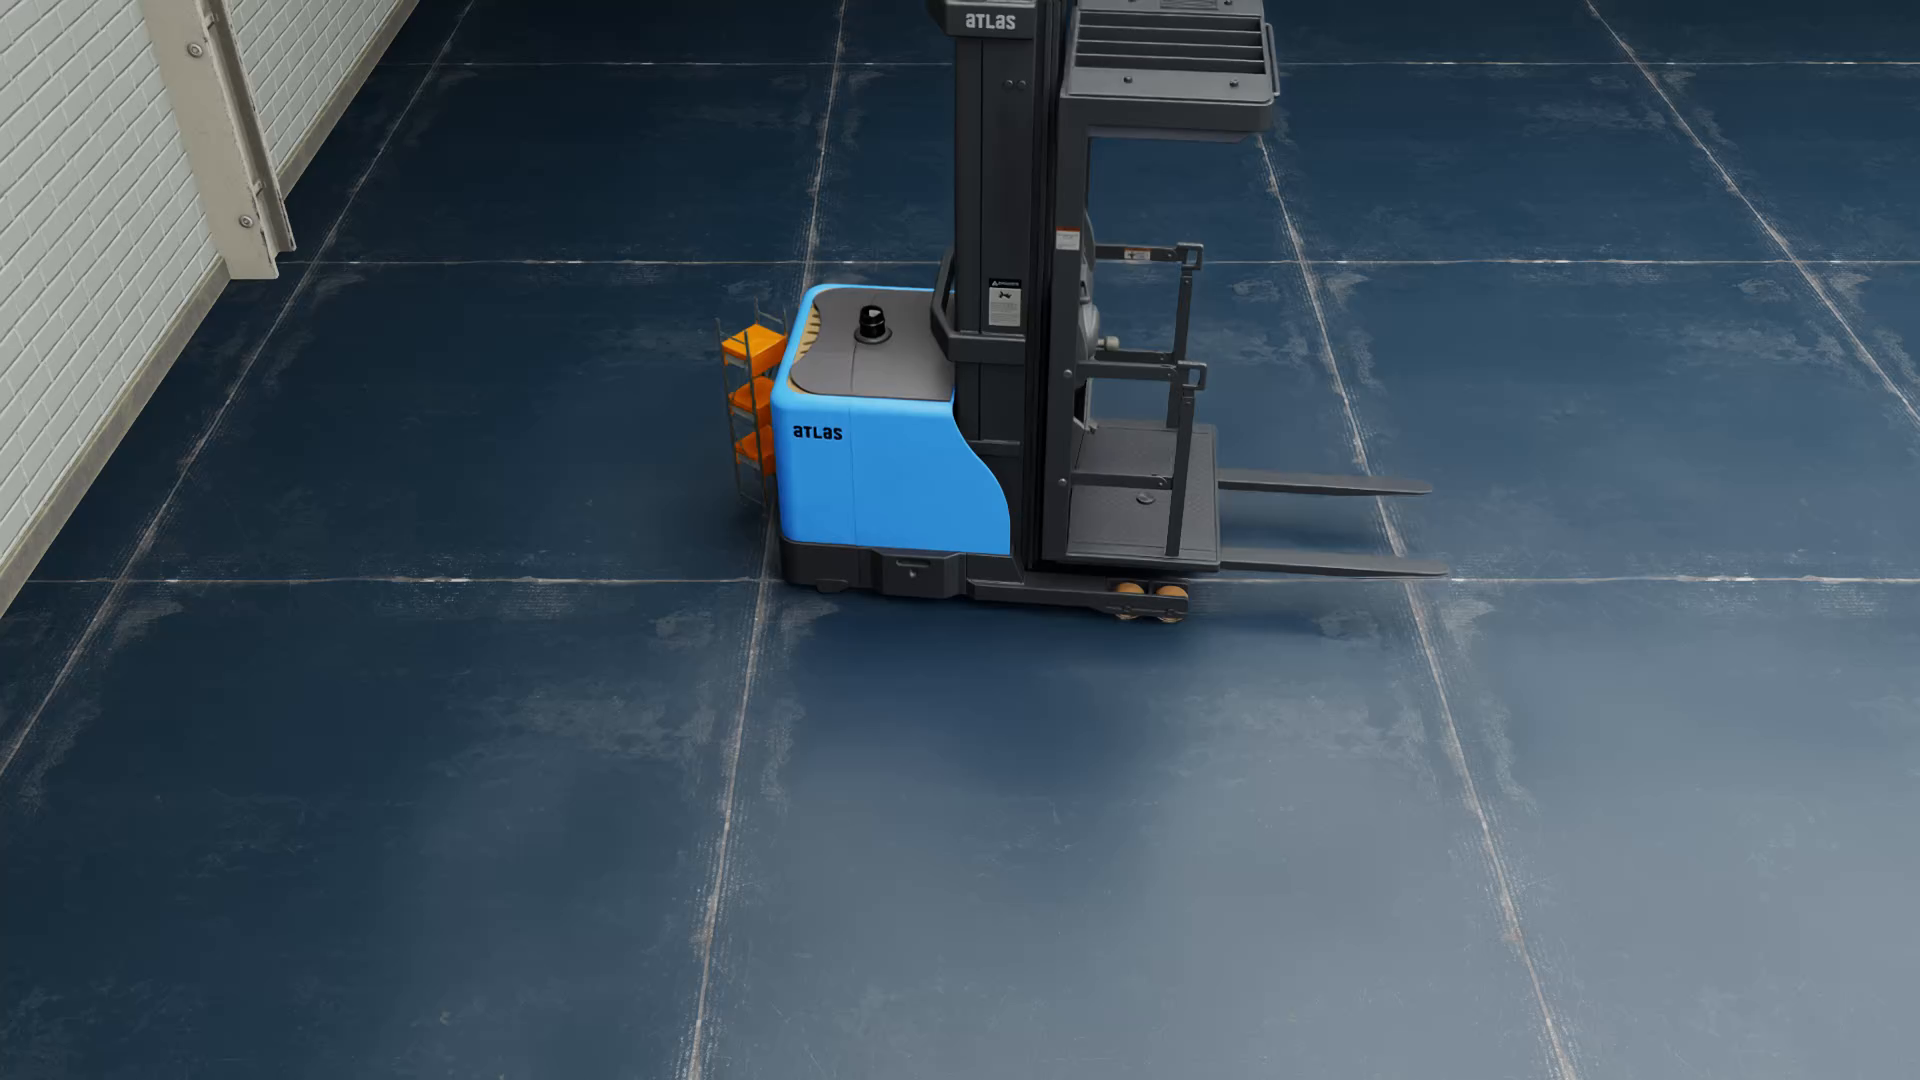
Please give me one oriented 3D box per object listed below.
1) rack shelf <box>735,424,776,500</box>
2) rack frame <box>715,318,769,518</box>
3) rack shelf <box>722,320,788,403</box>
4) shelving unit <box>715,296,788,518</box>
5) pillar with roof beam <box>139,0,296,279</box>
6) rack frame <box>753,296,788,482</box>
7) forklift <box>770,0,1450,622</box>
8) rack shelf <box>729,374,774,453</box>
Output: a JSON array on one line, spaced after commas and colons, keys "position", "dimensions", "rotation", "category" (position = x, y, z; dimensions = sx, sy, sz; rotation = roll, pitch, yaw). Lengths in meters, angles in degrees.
[{"position": [-0.941, -0.390, 8.099], "dimensions": [0.215, 0.259, 0.240], "rotation": [26, 45, 31], "category": "rack shelf"}, {"position": [-1.024, -0.560, 7.849], "dimensions": [0.200, 1.050, 0.008], "rotation": [26, 45, 31], "category": "rack frame"}, {"position": [-0.952, -0.835, 7.756], "dimensions": [0.215, 0.259, 0.240], "rotation": [26, 45, 31], "category": "rack shelf"}, {"position": [-0.947, -0.619, 7.923], "dimensions": [0.215, 1.050, 0.252], "rotation": [26, 45, 31], "category": "shelving unit"}, {"position": [0.062, -5.200, 7.288], "dimensions": [9.100, 9.000, 0.400], "rotation": [0, 39, 0], "category": "pillar with roof beam"}, {"position": [-0.870, -0.678, 7.997], "dimensions": [0.200, 1.050, 0.008], "rotation": [26, 45, 31], "category": "rack frame"}, {"position": [0.722, -1.123, 7.054], "dimensions": [3.031, 2.935, 1.130], "rotation": [4, 39, 4], "category": "forklift"}, {"position": [-0.947, -0.610, 7.929], "dimensions": [0.215, 0.259, 0.240], "rotation": [26, 45, 31], "category": "rack shelf"}]
